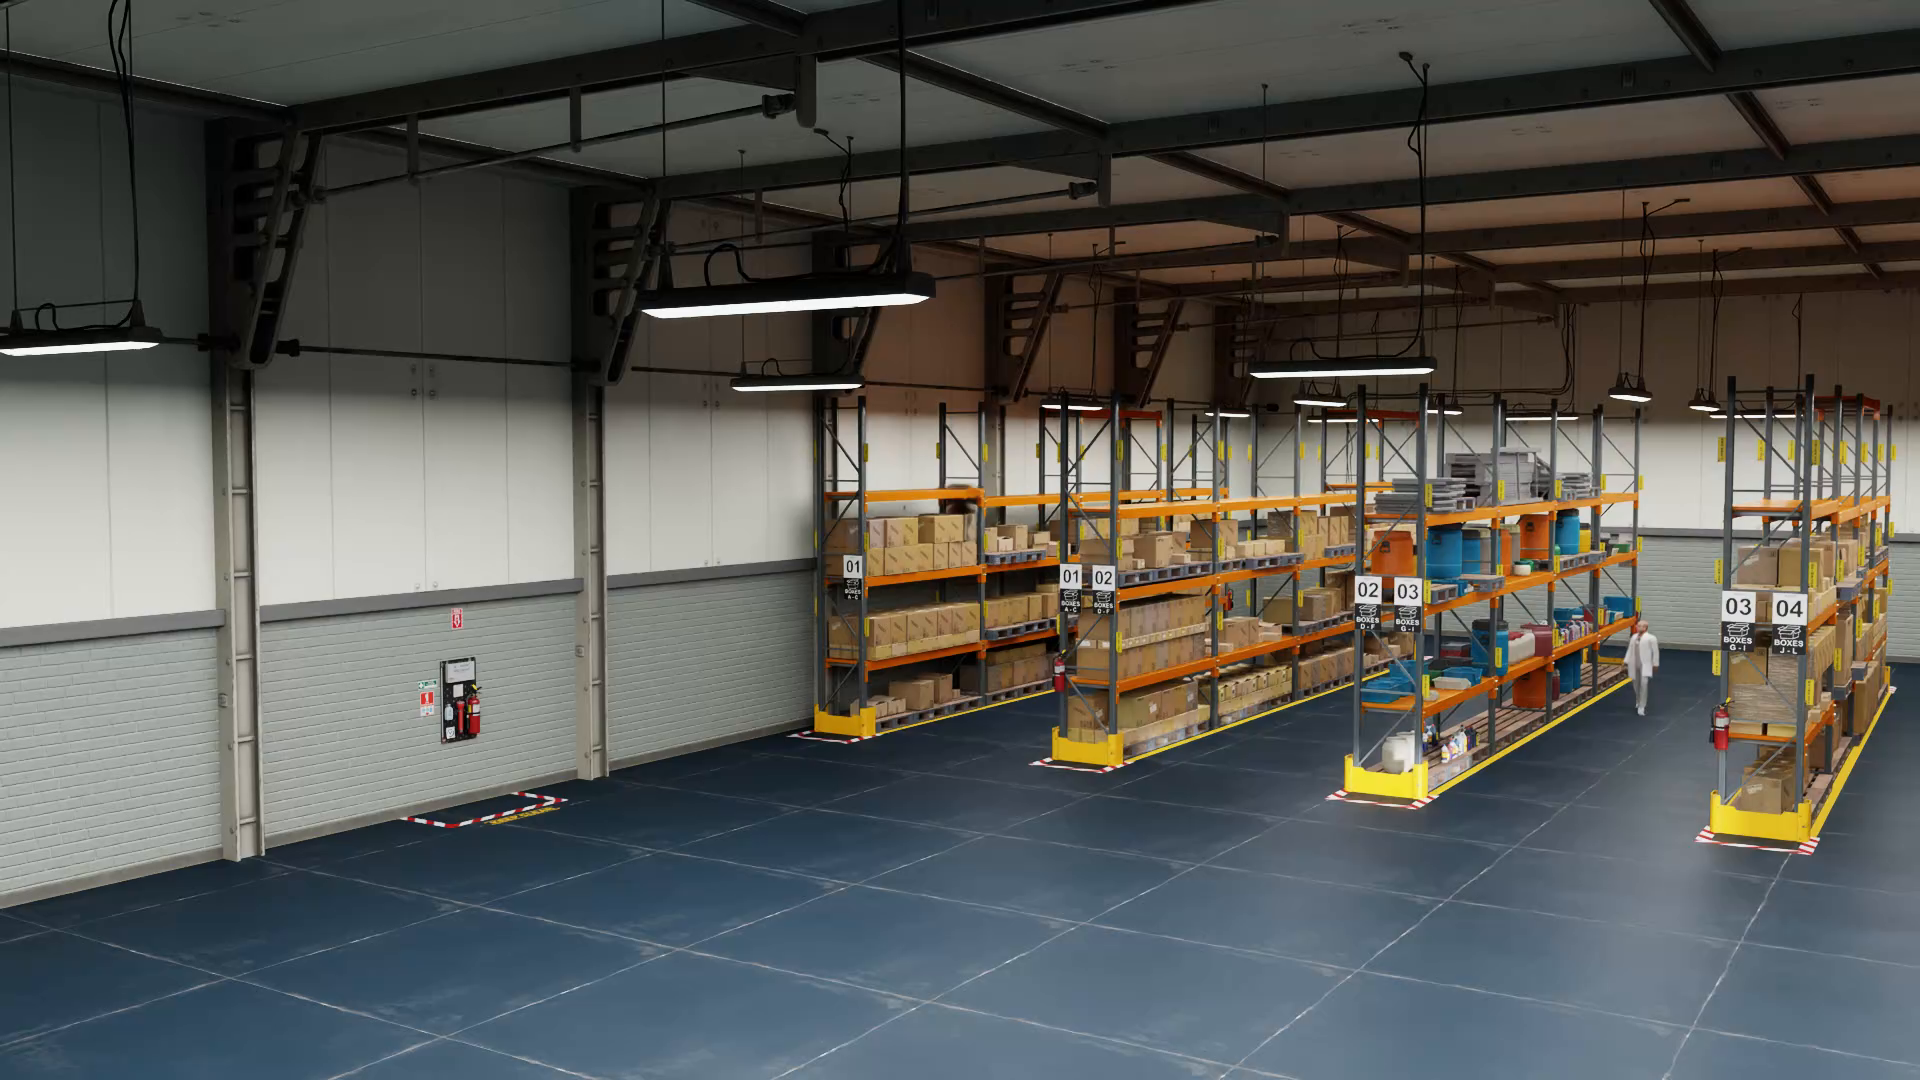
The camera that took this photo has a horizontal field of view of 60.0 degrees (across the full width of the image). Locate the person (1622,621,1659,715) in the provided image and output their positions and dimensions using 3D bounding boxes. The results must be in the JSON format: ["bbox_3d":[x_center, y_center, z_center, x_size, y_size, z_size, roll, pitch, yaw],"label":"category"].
[{"bbox_3d":[13.113,2.430,32.063,0.662,1.745,1.019,2,4,35],"label":"person"}]
